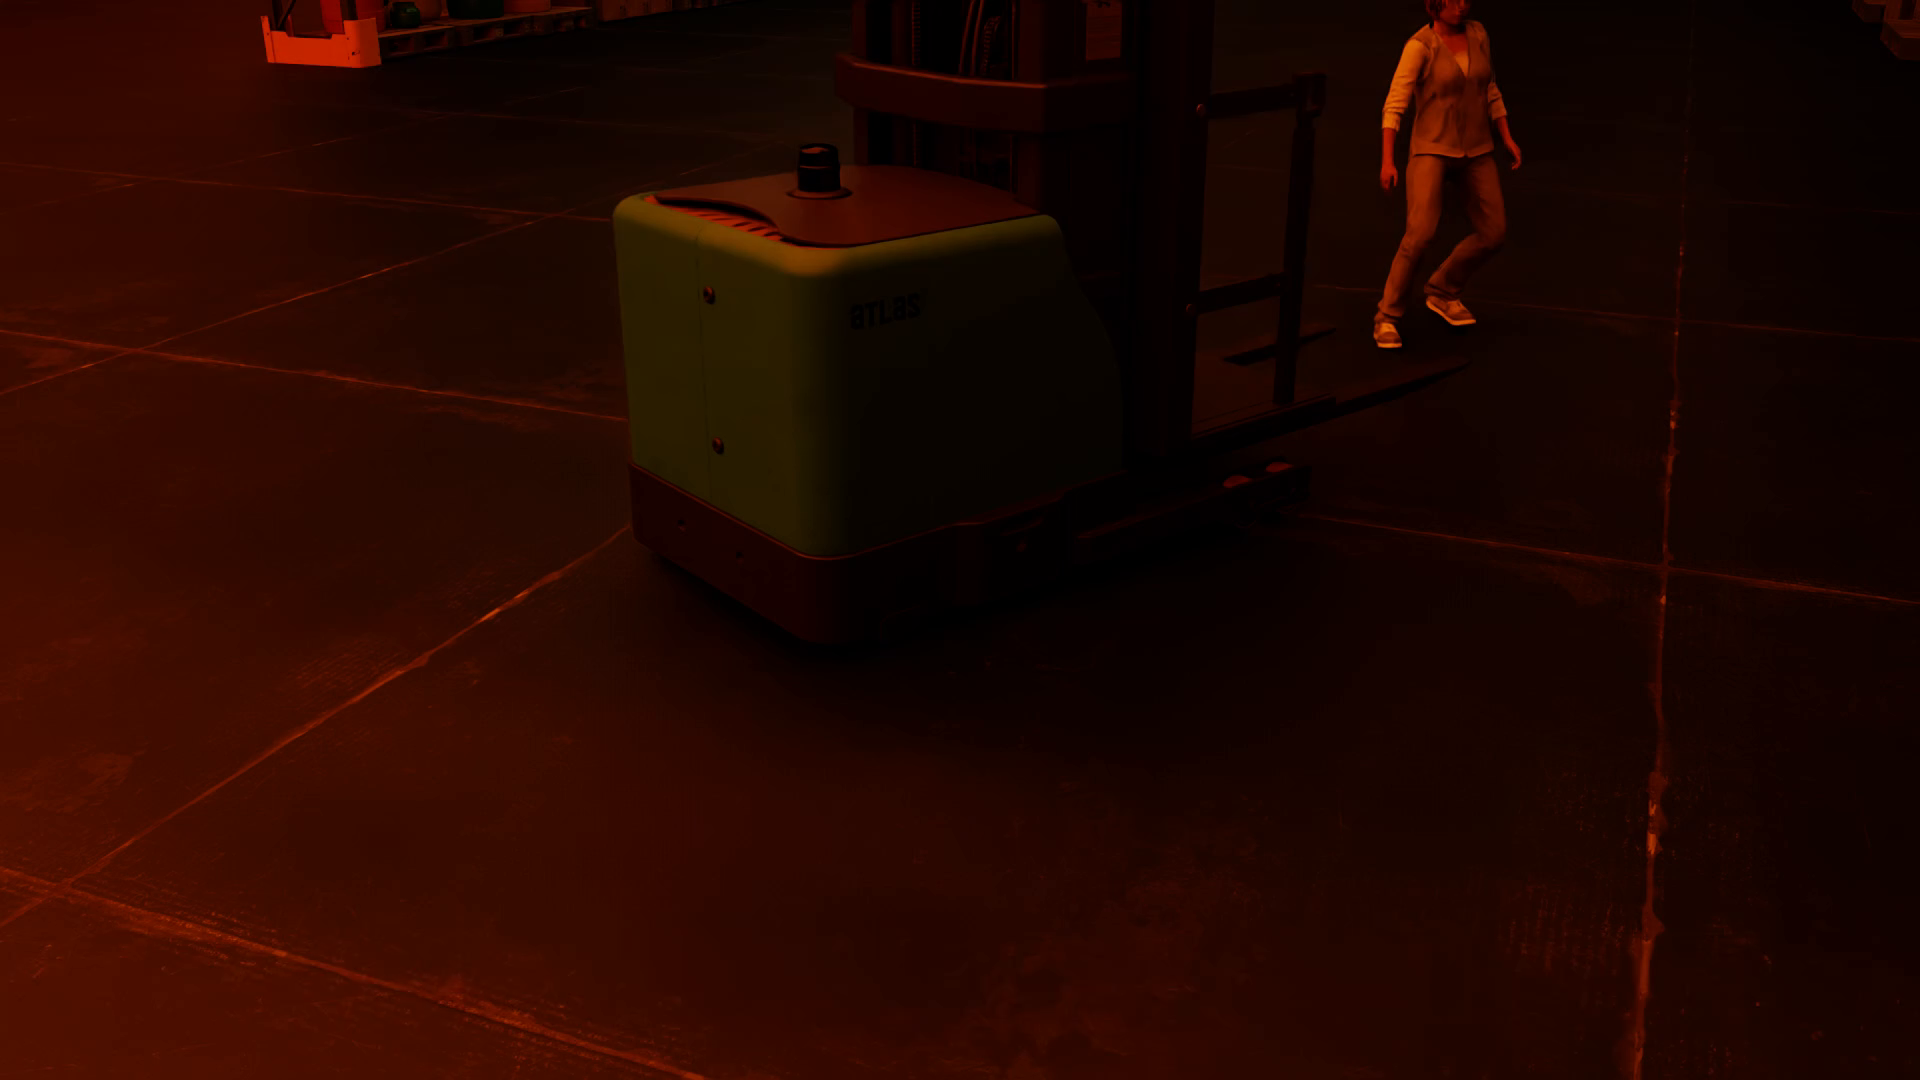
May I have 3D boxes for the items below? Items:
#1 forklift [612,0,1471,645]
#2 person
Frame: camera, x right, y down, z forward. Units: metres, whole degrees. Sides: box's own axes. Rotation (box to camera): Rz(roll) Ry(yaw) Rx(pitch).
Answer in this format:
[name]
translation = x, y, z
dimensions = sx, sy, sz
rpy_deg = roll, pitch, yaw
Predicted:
[forklift]
translation = 0.487, -1.527, 4.946
dimensions = 3.031, 2.935, 1.130
rpy_deg = -18, 28, -36
[person]
translation = 2.014, -1.585, 6.904
dimensions = 0.647, 1.515, 0.449
rpy_deg = -5, 23, -13
